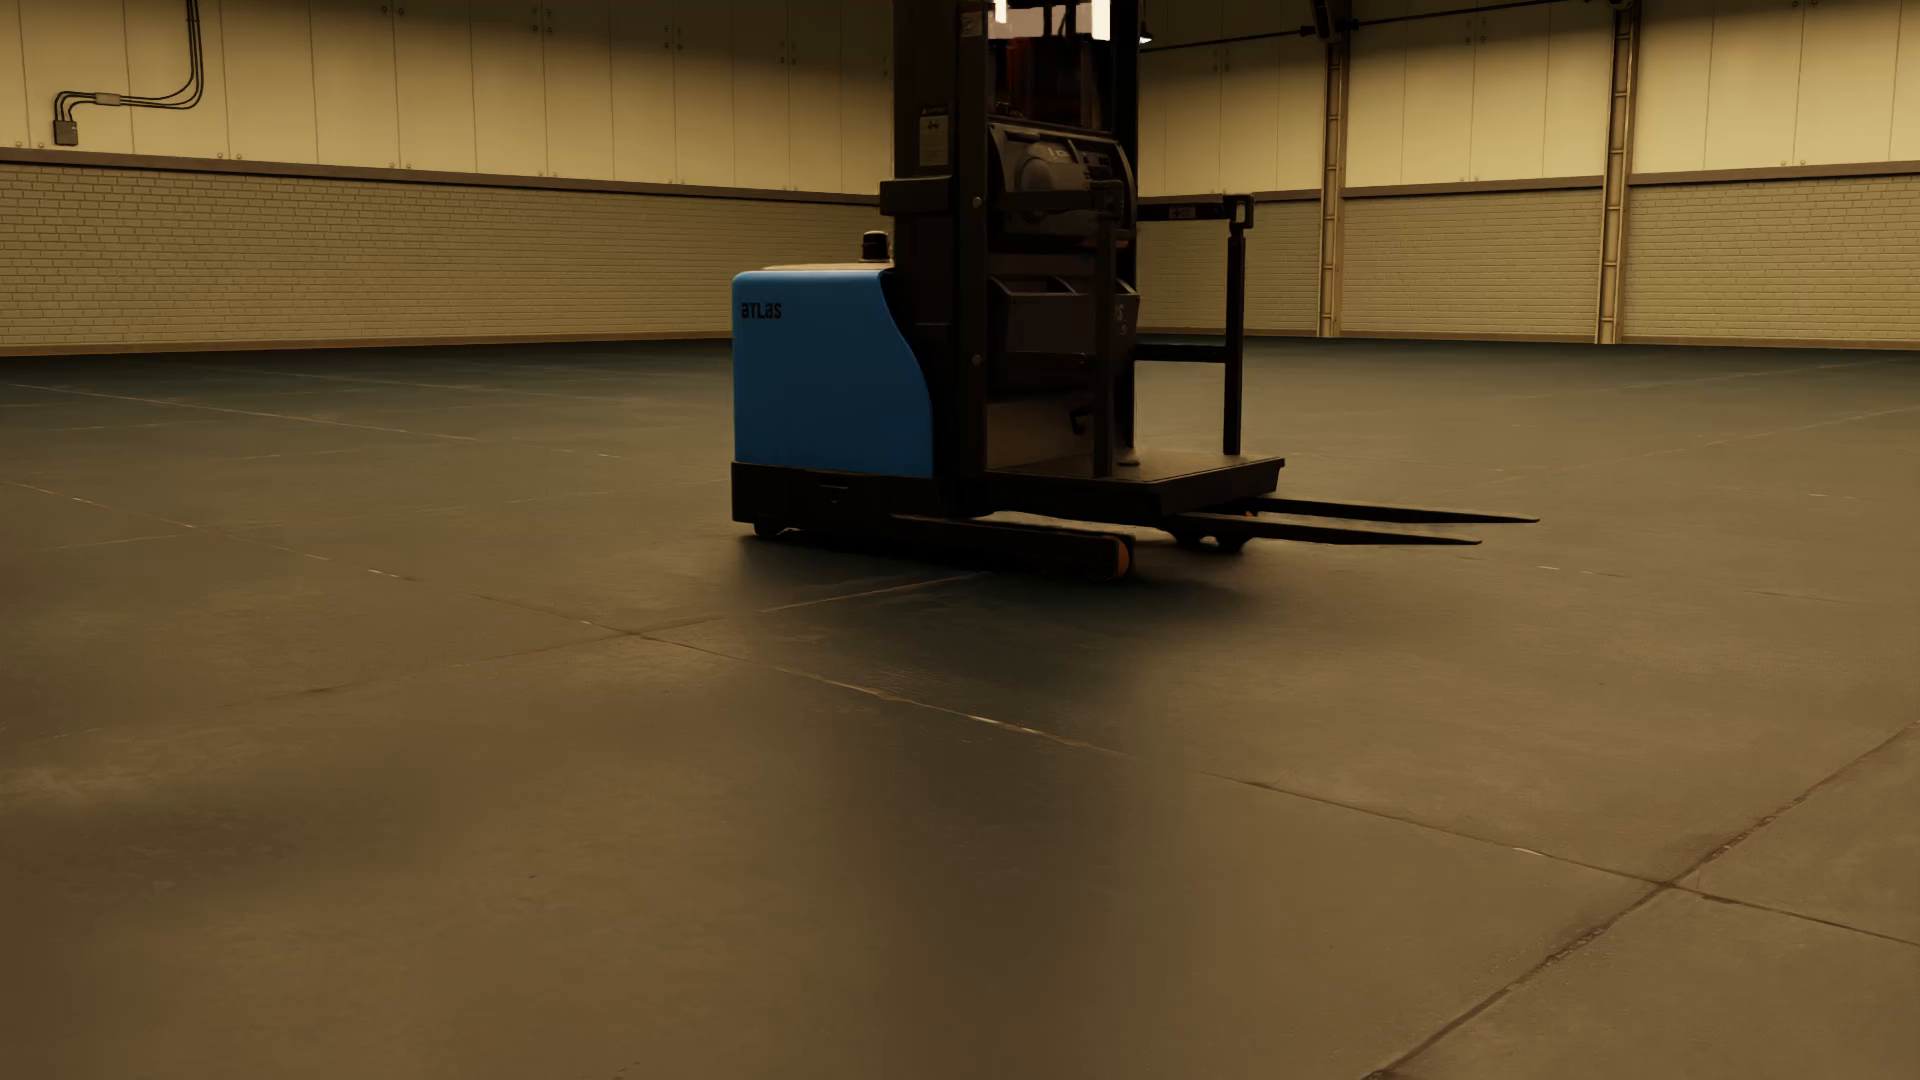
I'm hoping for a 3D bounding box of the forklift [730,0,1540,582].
[{"bbox_3d":[0.563,-1.392,6.118,3.031,2.935,1.130,6,10,35],"label":"forklift"}]
